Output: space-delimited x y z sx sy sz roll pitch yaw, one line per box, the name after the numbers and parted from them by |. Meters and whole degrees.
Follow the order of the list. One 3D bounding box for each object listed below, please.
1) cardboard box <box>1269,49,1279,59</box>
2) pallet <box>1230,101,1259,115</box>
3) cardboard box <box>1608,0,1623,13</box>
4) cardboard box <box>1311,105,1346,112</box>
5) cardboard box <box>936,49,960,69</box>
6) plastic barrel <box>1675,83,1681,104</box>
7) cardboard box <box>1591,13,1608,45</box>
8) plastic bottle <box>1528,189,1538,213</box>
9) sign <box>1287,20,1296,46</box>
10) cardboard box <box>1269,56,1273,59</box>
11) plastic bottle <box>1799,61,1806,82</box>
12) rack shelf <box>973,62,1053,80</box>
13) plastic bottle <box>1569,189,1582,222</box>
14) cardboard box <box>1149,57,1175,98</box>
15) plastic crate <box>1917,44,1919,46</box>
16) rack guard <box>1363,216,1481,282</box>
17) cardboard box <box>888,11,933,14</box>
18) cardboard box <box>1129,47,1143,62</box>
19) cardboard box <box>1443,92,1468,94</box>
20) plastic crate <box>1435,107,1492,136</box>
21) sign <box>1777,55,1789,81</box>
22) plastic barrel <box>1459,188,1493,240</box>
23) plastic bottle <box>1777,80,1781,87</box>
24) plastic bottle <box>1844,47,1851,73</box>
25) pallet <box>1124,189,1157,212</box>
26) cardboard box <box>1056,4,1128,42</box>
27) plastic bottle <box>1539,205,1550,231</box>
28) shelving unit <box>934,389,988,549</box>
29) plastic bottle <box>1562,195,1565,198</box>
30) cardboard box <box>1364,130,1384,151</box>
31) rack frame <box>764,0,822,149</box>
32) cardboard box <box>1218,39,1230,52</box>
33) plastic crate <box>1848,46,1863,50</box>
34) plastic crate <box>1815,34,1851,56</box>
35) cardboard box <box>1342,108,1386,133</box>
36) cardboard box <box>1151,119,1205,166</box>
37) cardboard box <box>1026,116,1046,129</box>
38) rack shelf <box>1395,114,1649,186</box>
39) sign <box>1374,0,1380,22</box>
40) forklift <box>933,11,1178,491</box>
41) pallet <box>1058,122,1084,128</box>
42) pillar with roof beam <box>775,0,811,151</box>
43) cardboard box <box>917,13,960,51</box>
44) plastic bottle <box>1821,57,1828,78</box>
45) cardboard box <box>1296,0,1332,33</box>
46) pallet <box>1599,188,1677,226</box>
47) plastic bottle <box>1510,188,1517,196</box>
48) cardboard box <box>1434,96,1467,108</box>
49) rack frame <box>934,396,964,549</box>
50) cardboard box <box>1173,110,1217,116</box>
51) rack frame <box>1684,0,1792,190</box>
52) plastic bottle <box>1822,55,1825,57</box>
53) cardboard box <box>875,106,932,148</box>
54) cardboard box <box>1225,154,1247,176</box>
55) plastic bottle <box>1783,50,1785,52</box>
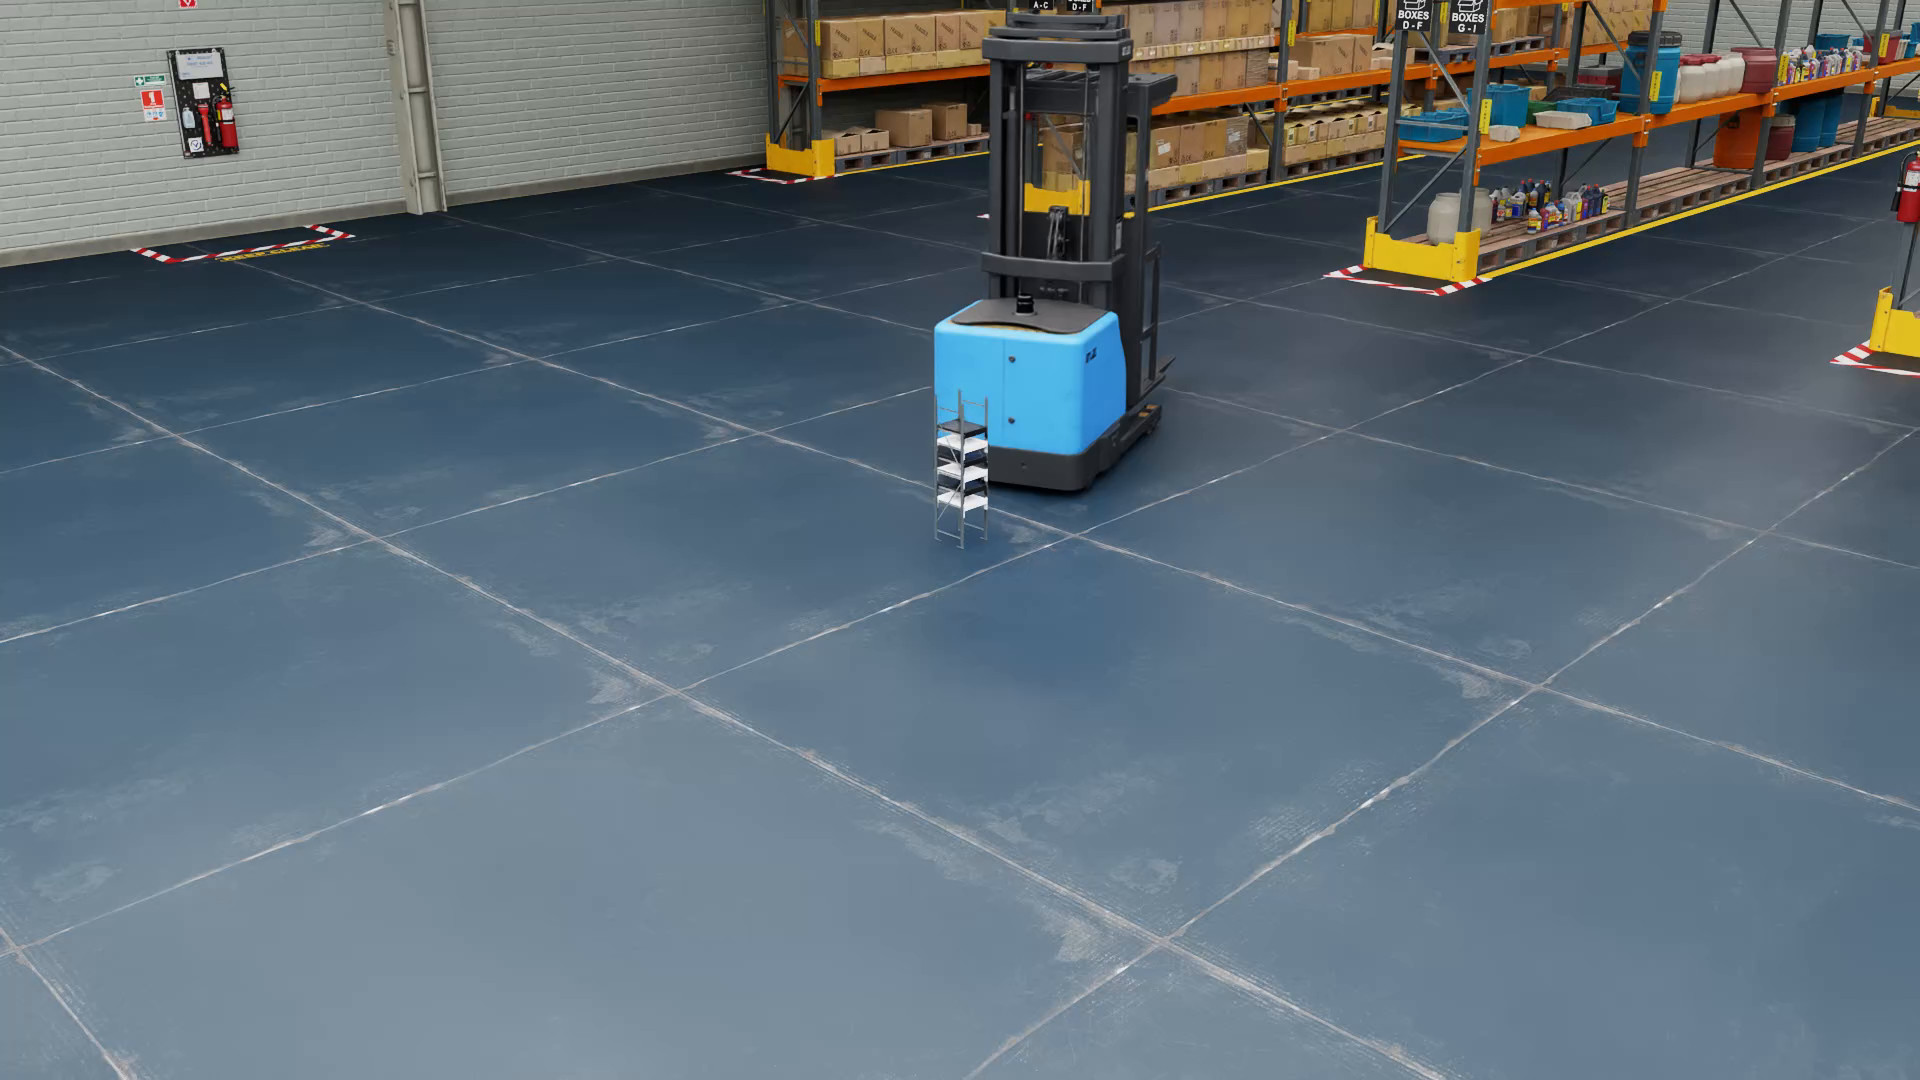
5.678 -8.725 31.004 0.750 0.750 0.750 20 28 41 | cardboard box
4.703 -7.898 30.328 1.003 0.211 1.213 19 28 41 | pallet
11.199 -9.455 28.959 0.500 0.500 0.500 -19 28 -40 | cardboard box
5.506 -6.310 24.776 0.500 0.311 0.500 18 28 39 | cardboard box
-0.349 -7.158 24.697 0.500 0.250 0.500 19 28 40 | cardboard box
8.589 -5.433 20.221 0.301 0.262 0.301 0 21 0 | plastic barrel
10.847 -8.863 28.813 0.500 0.500 0.500 19 28 40 | cardboard box
6.681 -3.956 19.377 0.097 0.271 0.097 0 21 0 | plastic bottle
4.408 -6.739 22.109 0.100 0.325 0.005 19 28 41 | sign
4.491 -6.646 23.371 0.396 0.266 0.258 18 28 39 | cardboard box
11.490 -6.401 22.710 0.061 0.283 0.133 19 28 41 | plastic bottle
1.853 -7.853 27.329 1.077 0.370 4.000 19 28 41 | rack shelf
6.954 -3.794 18.845 0.144 0.351 0.185 19 28 40 | plastic bottle
2.267 -5.834 20.933 0.700 0.500 0.500 19 28 41 | cardboard box
15.275 -7.859 26.625 0.396 0.136 0.243 19 28 41 | plastic crate
4.785 -3.032 17.266 1.175 0.500 0.348 19 28 41 | rack guard
-0.735 -7.637 24.900 0.500 0.500 0.500 -19 28 -41 | cardboard box
2.004 -5.937 20.296 0.380 0.149 0.250 19 28 41 | cardboard box
8.007 -7.072 27.163 0.500 0.500 0.500 18 27 39 | cardboard box
5.357 -4.467 17.723 0.499 0.251 0.408 19 28 41 | plastic crate
10.745 -6.164 21.704 0.100 0.325 0.005 19 28 41 | sign
5.519 -3.519 17.932 0.421 0.512 0.421 0 21 0 | plastic barrel
10.880 -6.196 22.187 0.152 0.276 0.135 19 28 41 | plastic bottle
12.730 -6.911 23.942 0.144 0.351 0.185 19 28 41 | plastic bottle
1.723 -4.314 21.003 1.003 0.211 1.213 19 28 41 | pallet
1.591 -6.191 20.053 0.700 0.500 0.500 19 28 41 | cardboard box
6.424 -3.547 18.294 0.133 0.283 0.061 -20 28 -41 | plastic bottle
0.006 -0.422 9.919 0.258 0.900 0.210 19 28 41 | shelving unit
6.863 -3.782 18.906 0.061 0.283 0.133 19 28 41 | plastic bottle
5.898 -5.919 24.540 0.500 0.250 0.500 -19 28 -41 | cardboard box
-2.333 -6.647 23.187 1.000 3.000 0.127 19 28 41 | rack frame
3.262 -6.401 21.504 0.380 0.149 0.250 19 28 40 | cardboard box
14.136 -7.680 26.158 0.293 0.136 0.466 19 28 41 | plastic crate
13.218 -7.478 25.288 0.392 0.384 0.575 19 28 41 | plastic crate
5.899 -6.178 24.433 0.500 0.311 0.500 19 28 40 | cardboard box
2.801 -5.138 21.463 0.500 0.500 0.500 19 28 41 | cardboard box
0.959 -6.907 26.735 0.500 0.500 0.700 -19 28 -40 | cardboard box
6.161 -4.346 18.203 1.077 0.370 4.000 19 28 41 | rack shelf
6.404 -8.101 25.468 0.100 0.325 0.005 19 28 41 | sign
0.841 -2.180 11.661 1.130 2.935 3.031 8 23 20 | forklift
1.851 -6.889 27.704 1.003 0.211 1.213 19 28 41 | pallet
0.620 -8.766 20.339 9.100 9.000 0.400 19 28 41 | pillar with roof beam
-0.354 -7.509 24.566 0.500 0.500 0.500 18 28 39 | cardboard box
12.102 -6.627 23.297 0.061 0.283 0.133 19 28 41 | plastic bottle
6.429 -10.007 31.511 0.700 0.700 0.980 -20 28 -41 | cardboard box
8.076 -4.106 20.462 1.003 0.211 1.213 19 28 41 | pallet
6.419 -3.949 19.340 0.133 0.283 0.061 -19 28 -40 | plastic bottle
7.683 -6.685 26.156 0.500 0.500 0.500 18 27 39 | cardboard box
-0.065 -0.396 9.851 0.240 0.900 0.006 19 28 41 | rack frame
3.118 -5.528 22.477 0.500 0.500 0.500 19 28 41 | cardboard box
10.346 -6.224 22.086 1.000 3.000 0.127 19 28 41 | rack frame
12.290 -6.778 23.708 0.097 0.271 0.097 0 21 0 | plastic bottle
-0.840 -6.163 24.800 0.700 0.500 0.500 17 27 37 | cardboard box
3.487 -5.049 22.277 0.500 0.250 0.500 19 28 41 | cardboard box
11.956 -6.982 24.221 0.061 0.283 0.133 19 28 41 | plastic bottle
